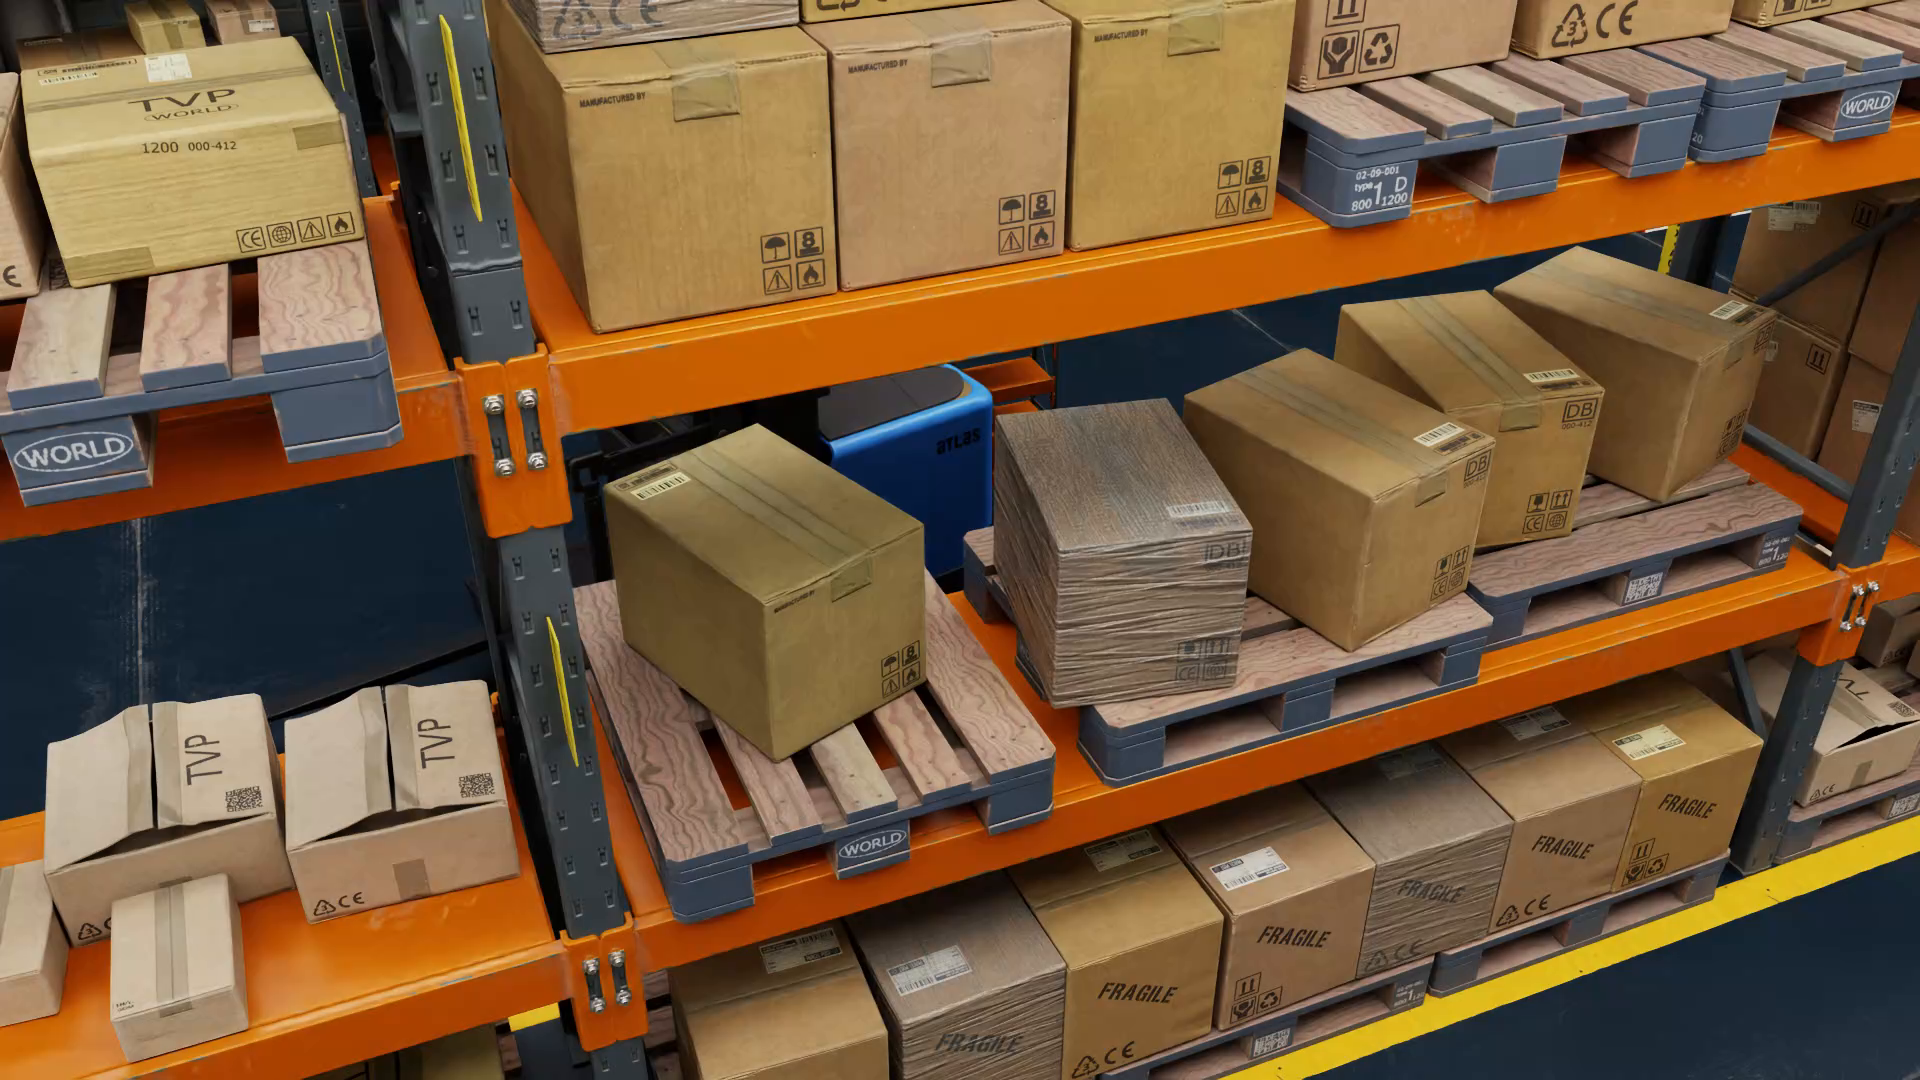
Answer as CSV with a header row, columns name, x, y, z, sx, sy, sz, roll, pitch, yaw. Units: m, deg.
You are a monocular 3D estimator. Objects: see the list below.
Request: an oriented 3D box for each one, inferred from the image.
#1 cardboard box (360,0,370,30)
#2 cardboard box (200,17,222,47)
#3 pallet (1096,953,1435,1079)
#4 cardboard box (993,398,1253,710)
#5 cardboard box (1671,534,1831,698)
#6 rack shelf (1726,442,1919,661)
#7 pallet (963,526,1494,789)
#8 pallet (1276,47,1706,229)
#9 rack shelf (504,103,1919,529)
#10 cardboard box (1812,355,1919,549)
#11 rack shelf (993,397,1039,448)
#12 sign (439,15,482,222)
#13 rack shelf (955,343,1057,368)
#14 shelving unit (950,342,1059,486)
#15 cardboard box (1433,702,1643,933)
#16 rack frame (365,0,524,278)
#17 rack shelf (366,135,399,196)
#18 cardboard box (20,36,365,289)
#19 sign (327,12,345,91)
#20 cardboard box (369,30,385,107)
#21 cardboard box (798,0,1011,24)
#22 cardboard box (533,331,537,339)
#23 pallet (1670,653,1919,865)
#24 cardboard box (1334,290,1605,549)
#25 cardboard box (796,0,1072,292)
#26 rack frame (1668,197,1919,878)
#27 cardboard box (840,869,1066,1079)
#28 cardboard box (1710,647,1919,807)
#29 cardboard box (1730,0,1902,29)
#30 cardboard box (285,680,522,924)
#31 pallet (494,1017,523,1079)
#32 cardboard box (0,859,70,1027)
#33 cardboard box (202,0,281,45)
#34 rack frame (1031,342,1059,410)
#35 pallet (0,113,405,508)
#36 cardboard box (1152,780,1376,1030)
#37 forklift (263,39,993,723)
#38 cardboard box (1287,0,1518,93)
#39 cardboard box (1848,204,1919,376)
name,x,y,z,sx,sy,sz,roll,pitch,yaw
cardboard box,-2.645,-2.681,8.050,0.500,0.250,0.500,-12,35,-18
cardboard box,-3.393,-2.088,7.714,0.500,0.500,0.700,-17,37,-24
pallet,0.784,1.299,5.560,1.213,0.211,1.003,-13,35,-19
cardboard box,0.412,0.020,4.493,0.500,0.500,0.700,-7,34,-10
cardboard box,3.062,0.280,6.458,0.500,0.500,0.500,-13,35,-19
rack shelf,4.490,-0.441,6.337,4.000,0.370,1.077,-13,35,-19
pallet,0.749,0.192,4.881,1.213,0.211,1.003,-13,35,-19
pallet,1.063,-1.176,4.229,1.003,0.211,1.213,-13,35,-19
rack shelf,0.802,-0.854,4.221,4.000,0.370,1.077,-13,35,-19
cardboard box,3.222,-0.333,5.420,0.500,0.500,0.500,-12,35,-18
rack shelf,0.153,-0.481,7.513,0.480,0.148,0.258,-13,35,-19
sign,-0.835,-0.702,2.782,0.005,0.325,0.100,-13,35,-19
rack shelf,0.153,-0.867,7.262,0.480,0.148,0.258,-13,35,-19
shelving unit,0.153,-0.538,7.476,0.503,1.200,0.258,-13,35,-19
cardboard box,1.843,0.891,5.518,0.500,0.500,0.500,-13,35,-19
rack frame,-1.042,-1.990,2.558,0.127,3.000,1.000,-13,35,-19
rack shelf,-1.119,-2.087,8.866,4.000,0.370,1.077,-13,35,-19
cardboard box,-1.438,-0.722,3.112,0.500,0.250,0.500,-16,36,-22
sign,-2.744,-2.147,7.311,0.005,0.325,0.100,-13,35,-19
cardboard box,-2.630,-2.373,8.264,0.500,0.500,0.500,-13,35,-19
cardboard box,-0.167,-1.391,3.378,0.500,0.500,0.500,-13,35,-19
cardboard box,-2.234,-1.330,8.630,0.750,0.750,0.750,-13,35,-20
pallet,3.280,0.704,6.475,1.213,0.211,1.003,-13,35,-19
cardboard box,1.513,-0.374,5.097,0.500,0.500,0.700,-8,34,-11
cardboard box,-0.182,-0.992,3.682,0.500,0.500,0.910,-13,35,-19
rack frame,2.646,-0.320,5.492,0.127,3.000,1.000,-13,35,-19
cardboard box,-0.031,1.322,4.857,0.500,0.500,0.500,-14,36,-21
cardboard box,3.117,0.642,6.074,0.500,0.311,0.500,-13,35,-19
cardboard box,2.153,-1.768,4.398,0.600,0.600,0.600,-16,36,-23
cardboard box,-1.394,0.616,4.134,0.500,0.311,0.500,-11,35,-16
pallet,-1.816,1.847,4.718,1.213,0.211,1.003,-13,35,-19
cardboard box,-2.196,0.927,3.805,0.250,0.149,0.380,-10,34,-15
cardboard box,-3.270,-2.376,7.562,0.250,0.149,0.380,-18,37,-25
rack frame,0.378,-0.589,7.556,0.015,1.200,0.240,-13,35,-19
pallet,-1.633,-0.466,3.138,1.003,0.211,1.213,-11,35,-17
cardboard box,0.913,1.106,5.189,0.500,0.500,0.500,-14,36,-21
forklift,-1.349,-0.681,6.109,3.031,2.935,1.130,-21,39,-29
cardboard box,0.924,-1.485,3.963,0.600,0.600,0.600,-14,36,-21
cardboard box,3.190,-0.739,5.127,0.500,0.500,0.500,-12,35,-18
